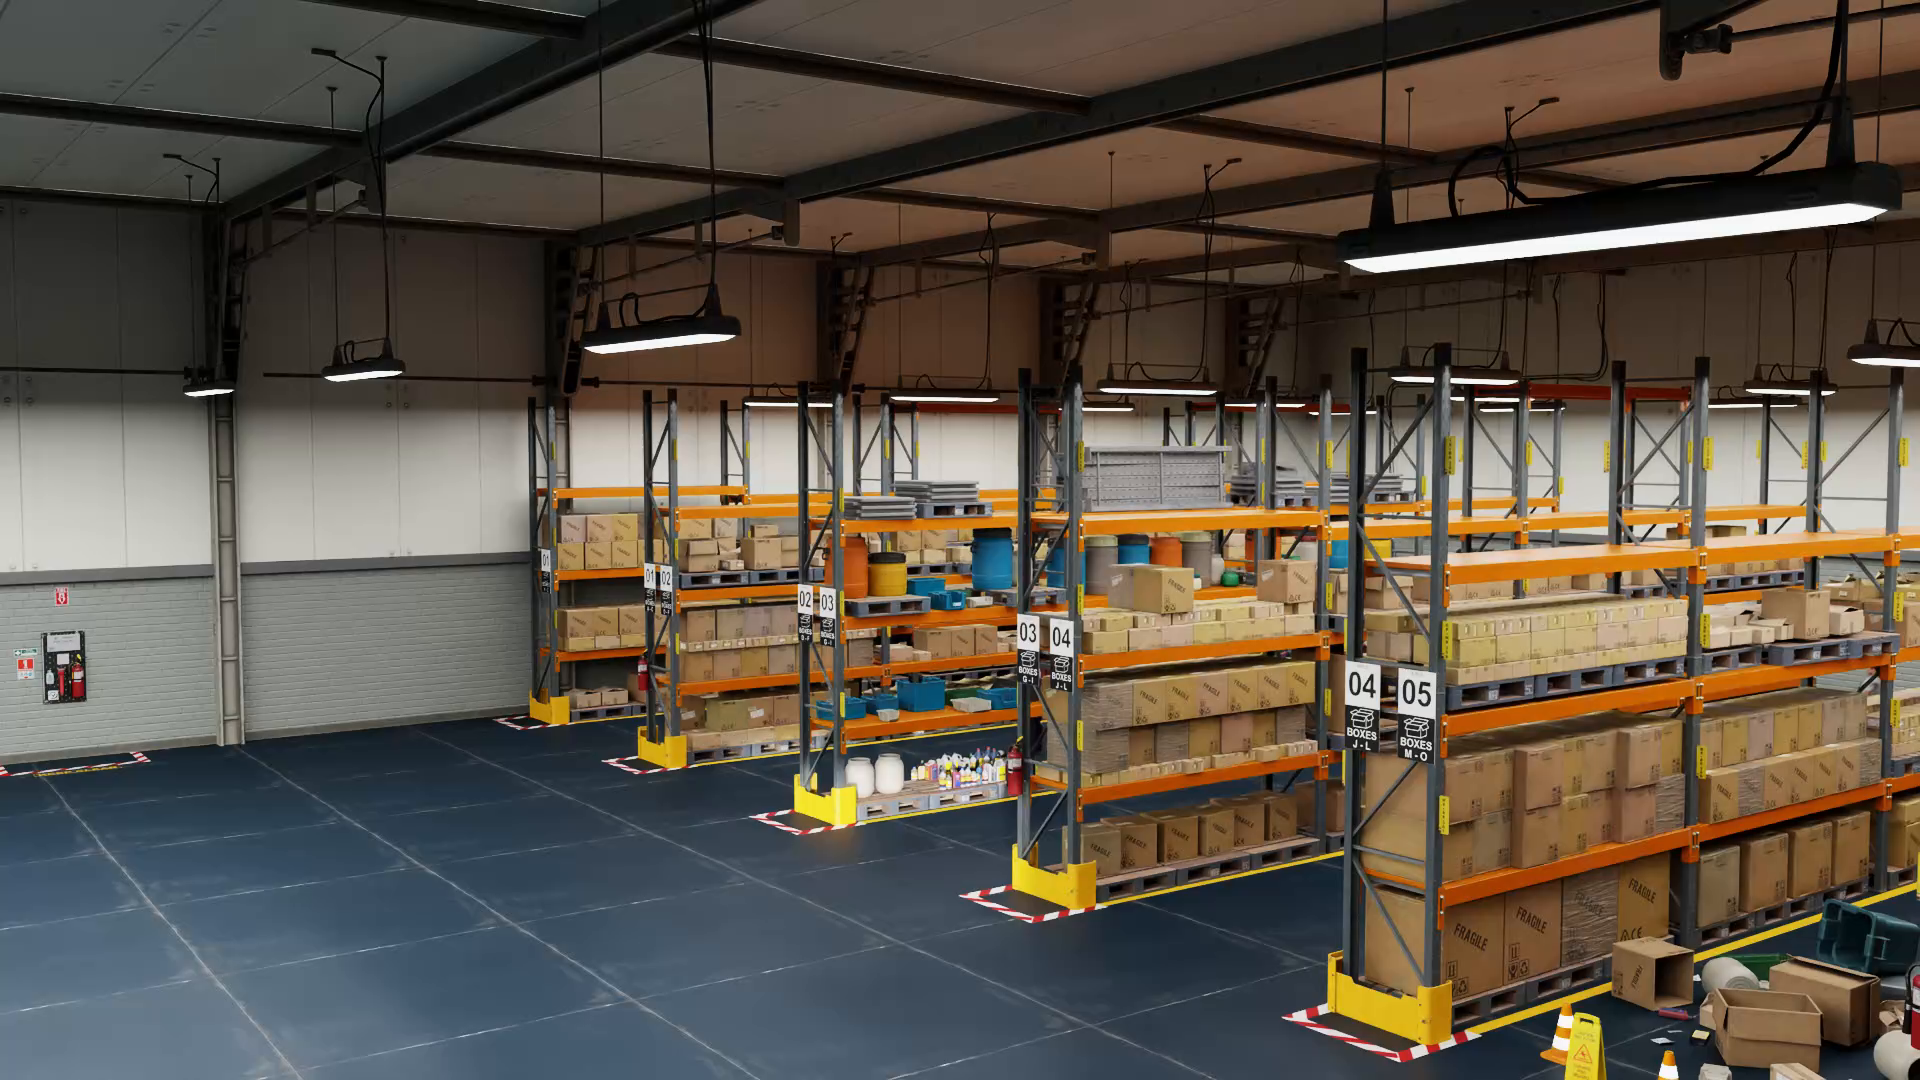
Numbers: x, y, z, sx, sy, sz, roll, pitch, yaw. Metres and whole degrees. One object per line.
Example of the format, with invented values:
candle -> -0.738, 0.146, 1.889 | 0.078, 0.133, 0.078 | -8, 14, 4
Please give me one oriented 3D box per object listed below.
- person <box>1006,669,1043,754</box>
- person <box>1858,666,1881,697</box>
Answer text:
person -> 1.095, 2.726, 27.664 | 0.512, 1.625, 0.537 | 2, 4, 26
person -> 14.621, 2.746, 26.792 | 0.507, 1.680, 0.441 | -2, 4, -30
